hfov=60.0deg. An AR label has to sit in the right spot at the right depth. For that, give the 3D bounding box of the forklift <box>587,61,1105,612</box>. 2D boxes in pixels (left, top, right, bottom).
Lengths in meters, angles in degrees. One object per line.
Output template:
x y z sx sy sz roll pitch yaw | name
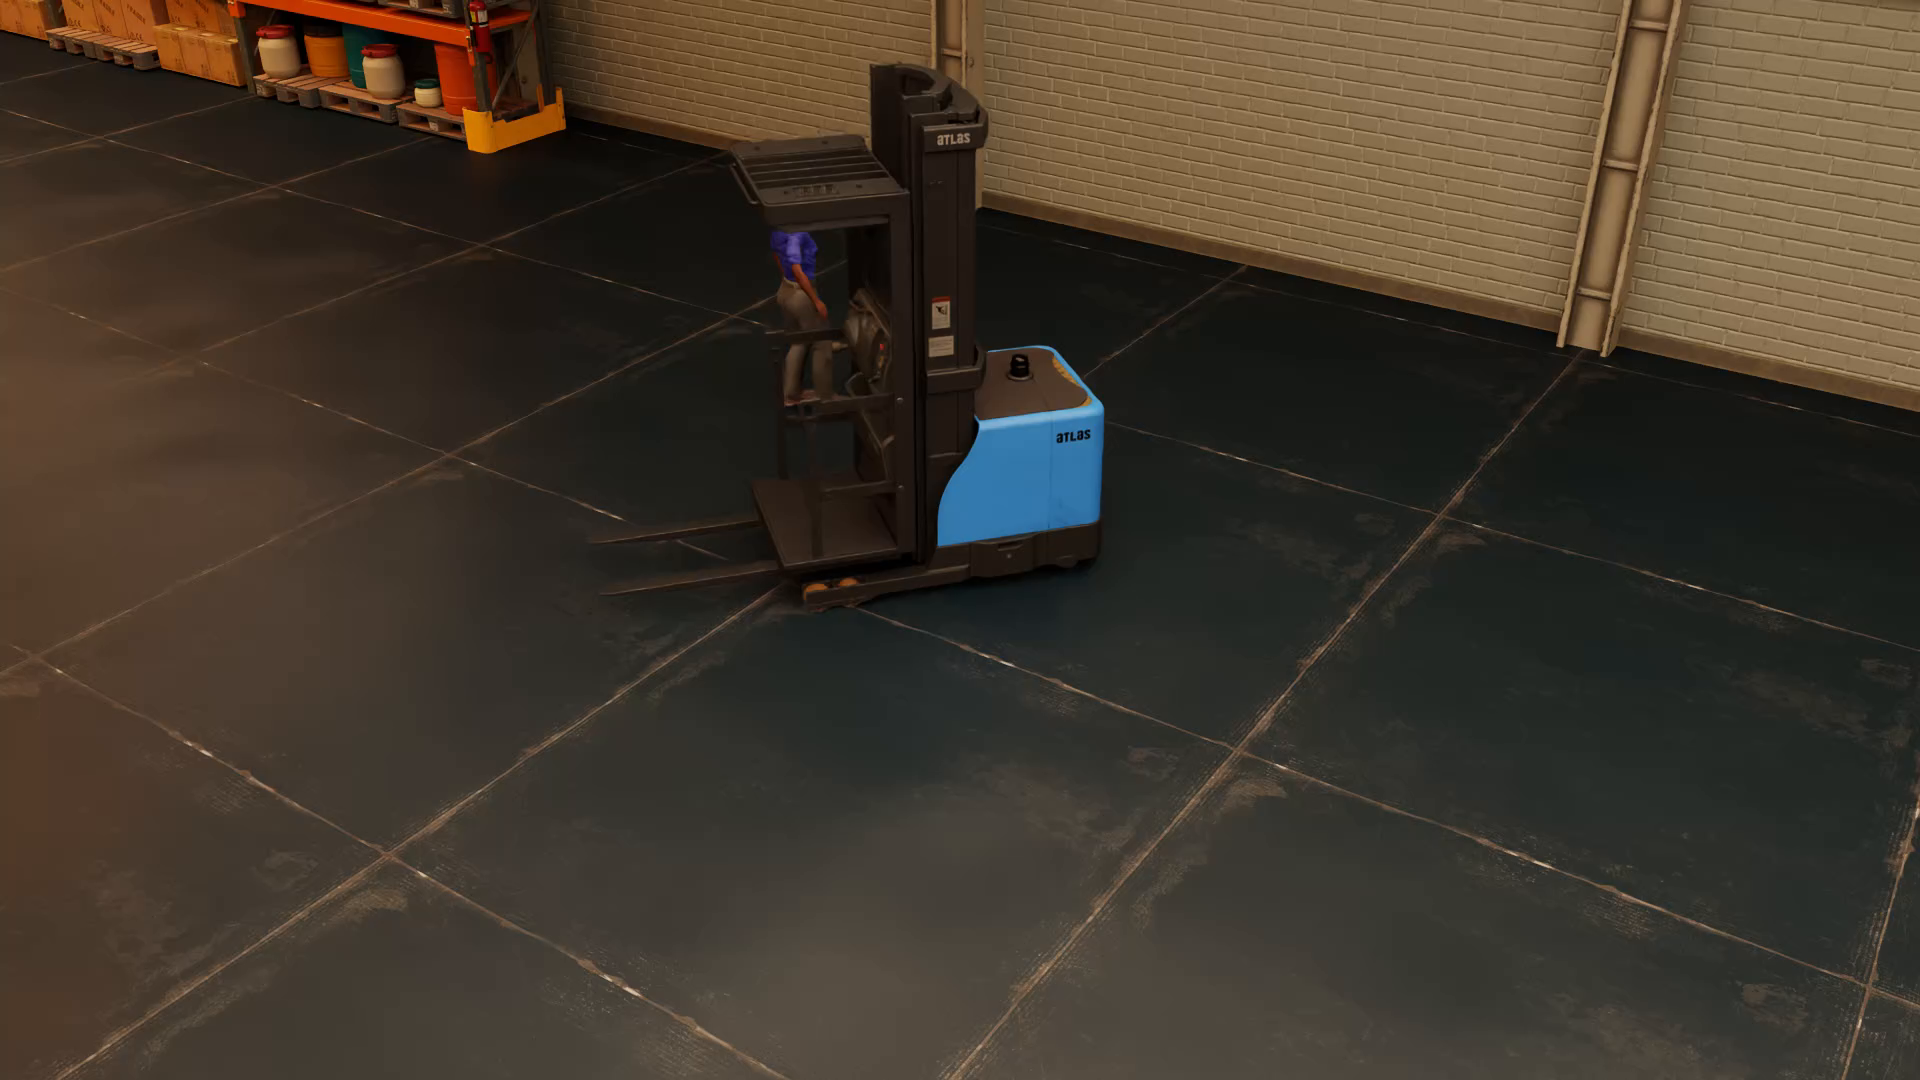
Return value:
-0.712 -1.140 9.545 3.031 2.935 1.130 -9 31 -14 | forklift

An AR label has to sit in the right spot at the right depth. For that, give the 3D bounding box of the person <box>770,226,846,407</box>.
-1.071 -1.725 11.839 0.474 1.644 0.658 -16 34 -25 | person
